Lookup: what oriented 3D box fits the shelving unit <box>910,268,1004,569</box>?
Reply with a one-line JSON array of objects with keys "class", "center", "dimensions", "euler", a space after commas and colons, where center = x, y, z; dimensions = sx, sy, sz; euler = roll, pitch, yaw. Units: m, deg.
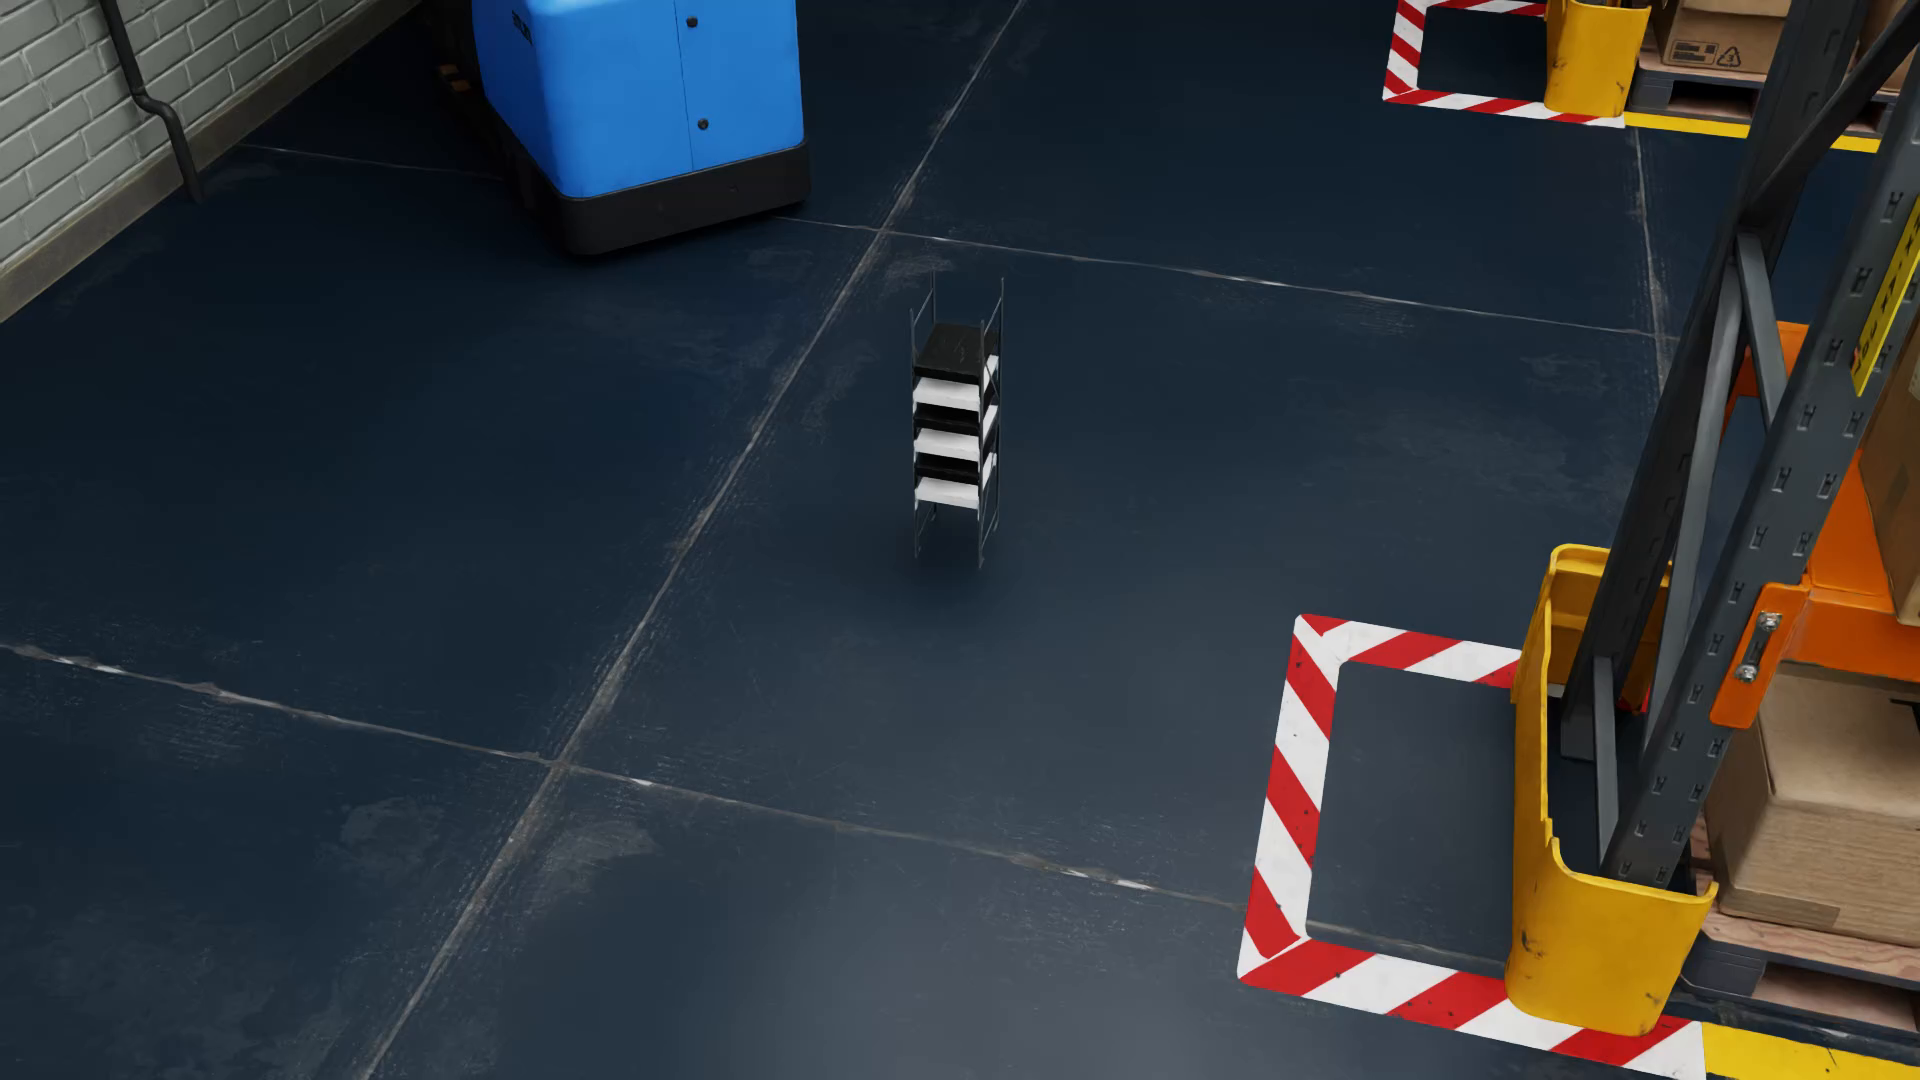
[{"class": "shelving unit", "center": [-0.008, -0.346, 4.962], "dimensions": [0.210, 0.900, 0.258], "euler": [10, 41, 11]}]

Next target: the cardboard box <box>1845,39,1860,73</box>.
[{"class": "cardboard box", "center": [3.874, -2.267, 7.507], "dimensions": [0.250, 0.149, 0.380], "euler": [8, 41, 10]}]

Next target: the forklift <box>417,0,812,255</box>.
[{"class": "forklift", "center": [-1.768, -3.162, 6.735], "dimensions": [1.130, 2.935, 3.031], "euler": [-20, 44, -22]}]

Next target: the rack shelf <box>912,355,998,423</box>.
[{"class": "rack shelf", "center": [-0.008, -0.458, 4.868], "dimensions": [0.200, 0.077, 0.258], "euler": [10, 41, 11]}]

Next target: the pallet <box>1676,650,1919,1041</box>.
[{"class": "pallet", "center": [2.420, 0.783, 4.154], "dimensions": [1.213, 0.211, 1.003], "euler": [10, 41, 11]}]

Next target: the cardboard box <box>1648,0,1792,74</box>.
[{"class": "cardboard box", "center": [3.473, -2.498, 7.506], "dimensions": [0.637, 0.503, 0.797], "euler": [8, 41, 10]}]

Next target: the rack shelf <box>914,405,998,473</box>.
[{"class": "rack shelf", "center": [-0.008, -0.320, 4.984], "dimensions": [0.200, 0.077, 0.258], "euler": [10, 41, 11]}]

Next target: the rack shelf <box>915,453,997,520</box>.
[{"class": "rack shelf", "center": [-0.008, -0.183, 5.099], "dimensions": [0.200, 0.077, 0.258], "euler": [10, 41, 11]}]

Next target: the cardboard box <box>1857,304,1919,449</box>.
[{"class": "cardboard box", "center": [2.162, -0.492, 3.425], "dimensions": [0.500, 0.500, 0.500], "euler": [10, 41, 12]}]

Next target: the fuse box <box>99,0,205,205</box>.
[{"class": "fuse box", "center": [-3.142, -2.079, 6.395], "dimensions": [0.414, 1.711, 0.539], "euler": [10, 41, 11]}]

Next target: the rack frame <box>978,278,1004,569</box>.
[{"class": "rack frame", "center": [0.090, -0.329, 4.942], "dimensions": [0.006, 0.900, 0.240], "euler": [10, 41, 11]}]

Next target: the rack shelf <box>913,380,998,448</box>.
[{"class": "rack shelf", "center": [-0.008, -0.389, 4.926], "dimensions": [0.200, 0.077, 0.258], "euler": [10, 41, 11]}]

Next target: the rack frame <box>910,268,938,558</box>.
[{"class": "rack frame", "center": [-0.106, -0.363, 4.982], "dimensions": [0.006, 0.900, 0.240], "euler": [10, 41, 11]}]

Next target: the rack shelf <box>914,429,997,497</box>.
[{"class": "rack shelf", "center": [-0.008, -0.252, 5.042], "dimensions": [0.200, 0.077, 0.258], "euler": [10, 41, 11]}]

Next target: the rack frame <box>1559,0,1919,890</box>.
[{"class": "rack frame", "center": [1.628, -0.369, 3.357], "dimensions": [0.127, 3.000, 1.000], "euler": [10, 41, 11]}]

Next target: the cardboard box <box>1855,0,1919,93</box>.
[{"class": "cardboard box", "center": [4.289, -2.330, 7.309], "dimensions": [0.500, 0.500, 0.700], "euler": [11, 41, 13]}]

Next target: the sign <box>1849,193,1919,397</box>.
[{"class": "sign", "center": [1.478, -0.387, 2.644], "dimensions": [0.005, 0.325, 0.100], "euler": [10, 41, 11]}]

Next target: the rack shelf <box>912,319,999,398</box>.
[{"class": "rack shelf", "center": [-0.008, -0.527, 4.810], "dimensions": [0.200, 0.077, 0.258], "euler": [10, 41, 11]}]

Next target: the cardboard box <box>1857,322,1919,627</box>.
[{"class": "cardboard box", "center": [2.017, -0.149, 3.018], "dimensions": [0.500, 0.500, 0.500], "euler": [9, 41, 11]}]

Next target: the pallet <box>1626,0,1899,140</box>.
[{"class": "pallet", "center": [3.751, -2.241, 7.754], "dimensions": [1.213, 0.211, 1.003], "euler": [10, 41, 11]}]

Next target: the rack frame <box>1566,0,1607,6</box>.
[{"class": "rack frame", "center": [2.907, -3.453, 7.030], "dimensions": [0.127, 3.000, 1.000], "euler": [10, 41, 11]}]

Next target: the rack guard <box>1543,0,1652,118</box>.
[{"class": "rack guard", "center": [2.980, -2.484, 7.819], "dimensions": [0.348, 0.500, 1.175], "euler": [10, 41, 11]}]

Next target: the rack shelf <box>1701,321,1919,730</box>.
[{"class": "rack shelf", "center": [3.560, 0.239, 3.193], "dimensions": [4.000, 0.370, 1.077], "euler": [10, 41, 11]}]

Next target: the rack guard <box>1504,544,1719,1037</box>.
[{"class": "rack guard", "center": [1.604, 0.584, 4.166], "dimensions": [0.348, 0.500, 1.175], "euler": [10, 41, 11]}]

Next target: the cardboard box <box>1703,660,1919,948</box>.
[{"class": "cardboard box", "center": [2.291, 0.499, 3.989], "dimensions": [0.875, 0.438, 0.875], "euler": [8, 41, 10]}]
